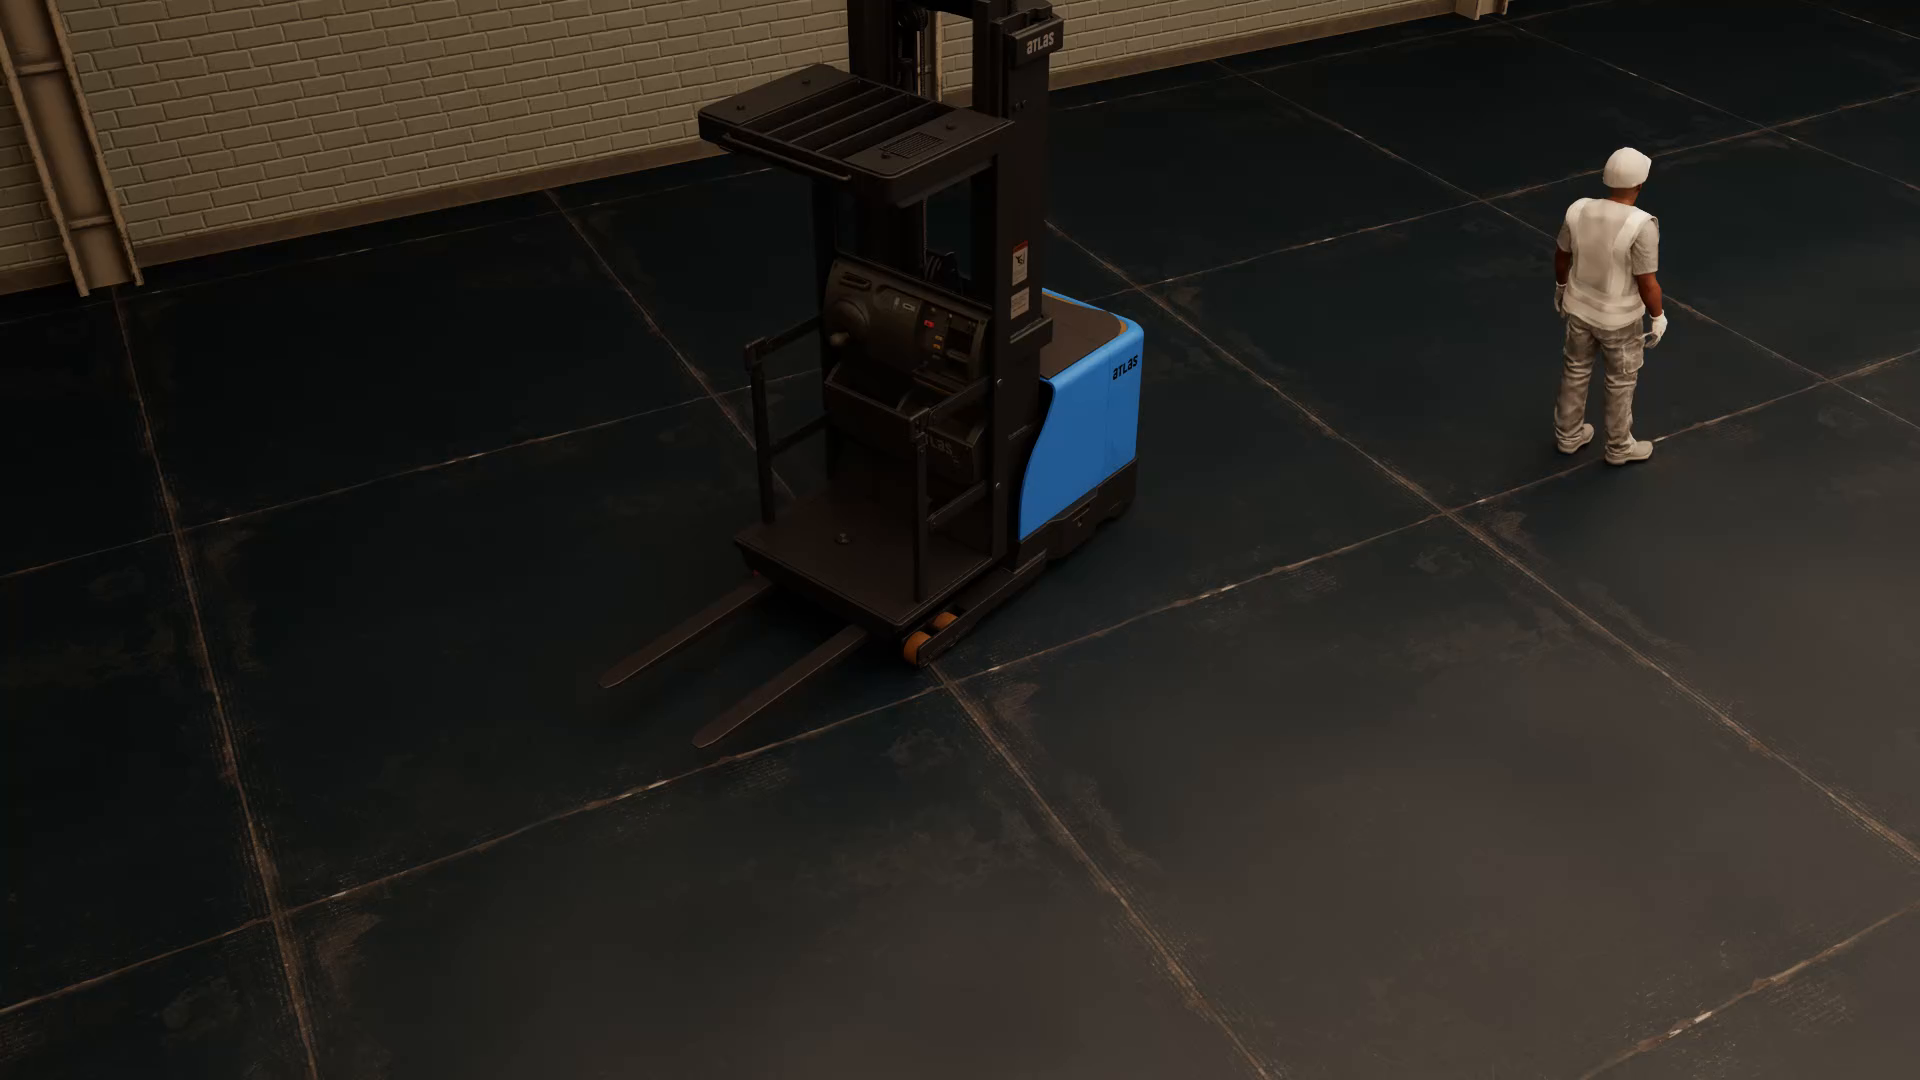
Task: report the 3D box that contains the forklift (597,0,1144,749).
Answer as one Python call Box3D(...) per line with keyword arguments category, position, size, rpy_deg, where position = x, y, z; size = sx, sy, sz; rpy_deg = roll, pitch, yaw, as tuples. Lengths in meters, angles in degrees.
Box3D(category="forklift", position=(-0.390, -0.927, 7.434), size=(1.130, 2.935, 3.031), rpy_deg=(26, 43, 31))

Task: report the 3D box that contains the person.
Box3D(category="person", position=(3.491, -1.255, 8.880), size=(0.577, 1.782, 0.657), rpy_deg=(-23, 41, -29))
